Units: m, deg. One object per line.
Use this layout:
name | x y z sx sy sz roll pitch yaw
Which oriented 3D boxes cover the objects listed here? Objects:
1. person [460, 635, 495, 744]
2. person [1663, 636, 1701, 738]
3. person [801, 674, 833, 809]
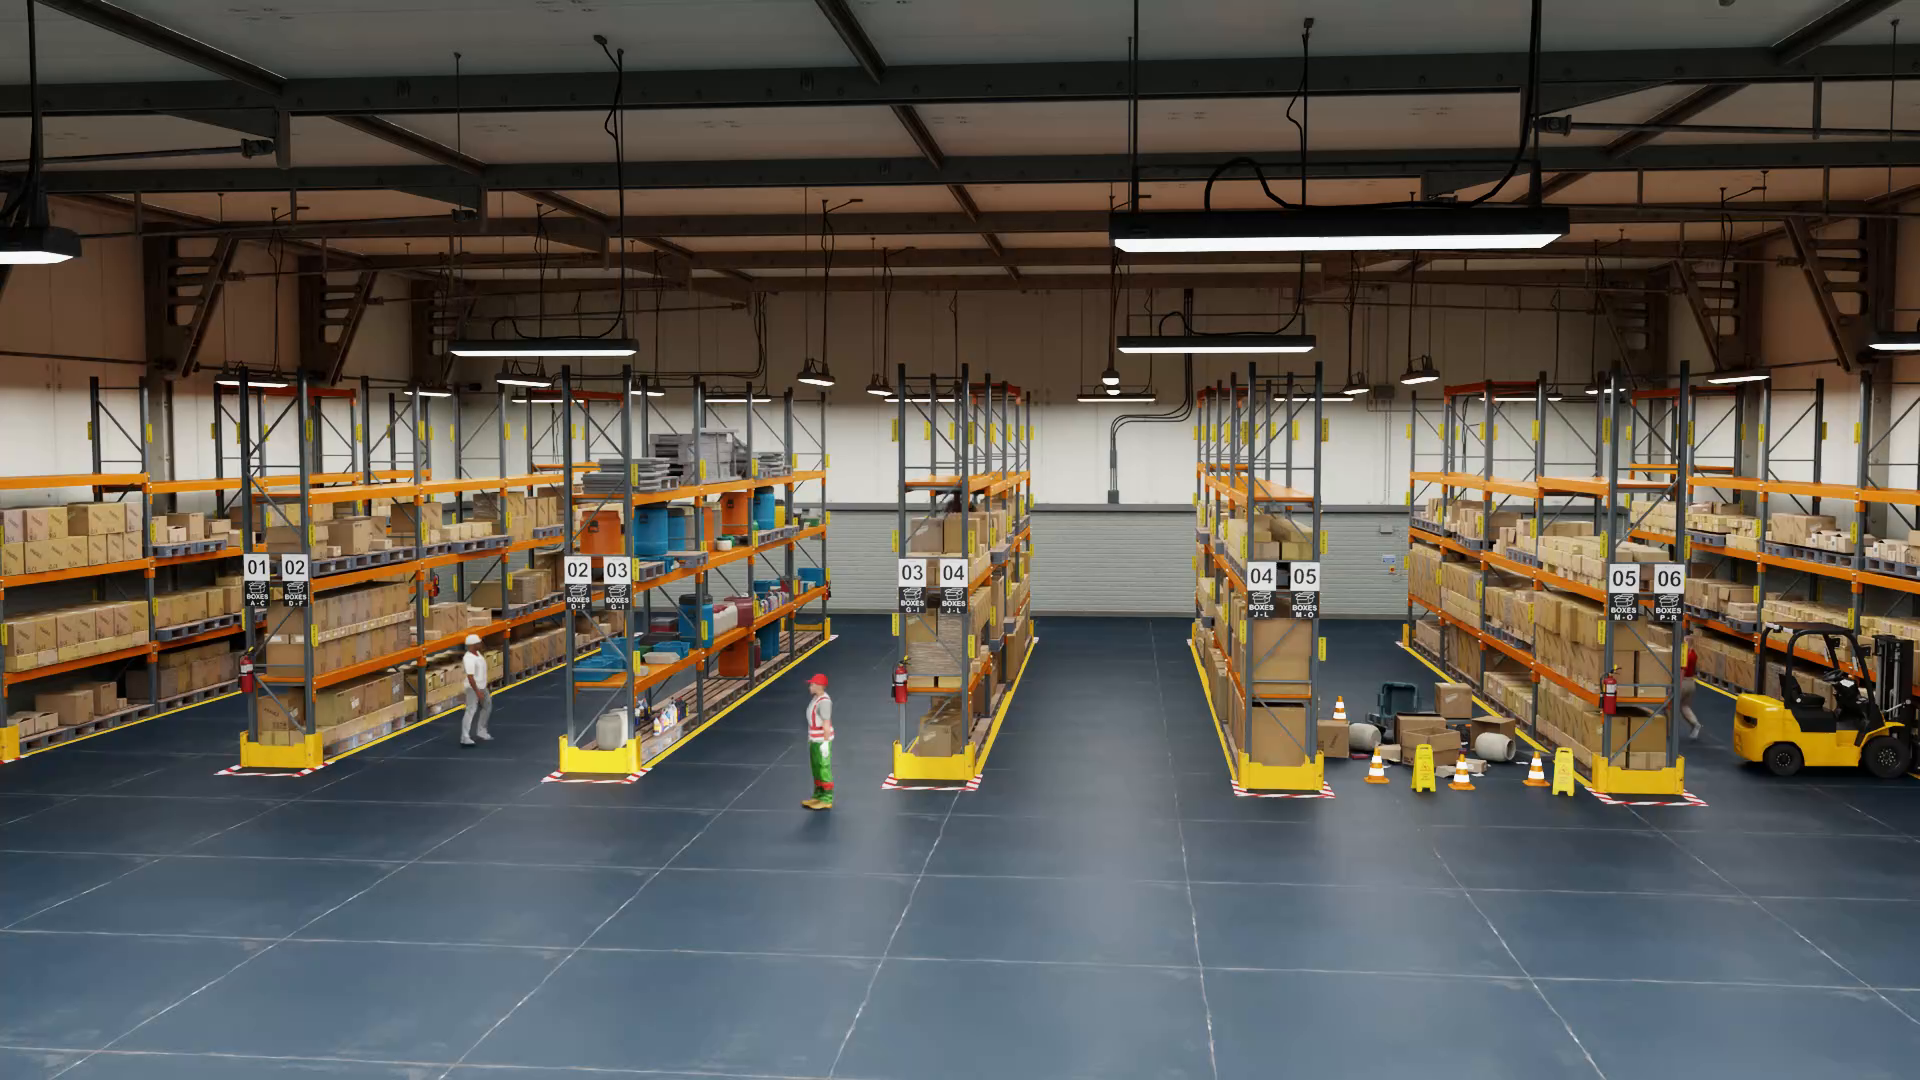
person | -7.809 2.415 26.919 0.490 1.791 0.699 1 4 8
person | 11.851 2.421 27.368 0.573 1.700 0.652 -2 4 -26
person | -1.886 2.671 22.149 0.378 1.792 0.612 -1 4 -21
